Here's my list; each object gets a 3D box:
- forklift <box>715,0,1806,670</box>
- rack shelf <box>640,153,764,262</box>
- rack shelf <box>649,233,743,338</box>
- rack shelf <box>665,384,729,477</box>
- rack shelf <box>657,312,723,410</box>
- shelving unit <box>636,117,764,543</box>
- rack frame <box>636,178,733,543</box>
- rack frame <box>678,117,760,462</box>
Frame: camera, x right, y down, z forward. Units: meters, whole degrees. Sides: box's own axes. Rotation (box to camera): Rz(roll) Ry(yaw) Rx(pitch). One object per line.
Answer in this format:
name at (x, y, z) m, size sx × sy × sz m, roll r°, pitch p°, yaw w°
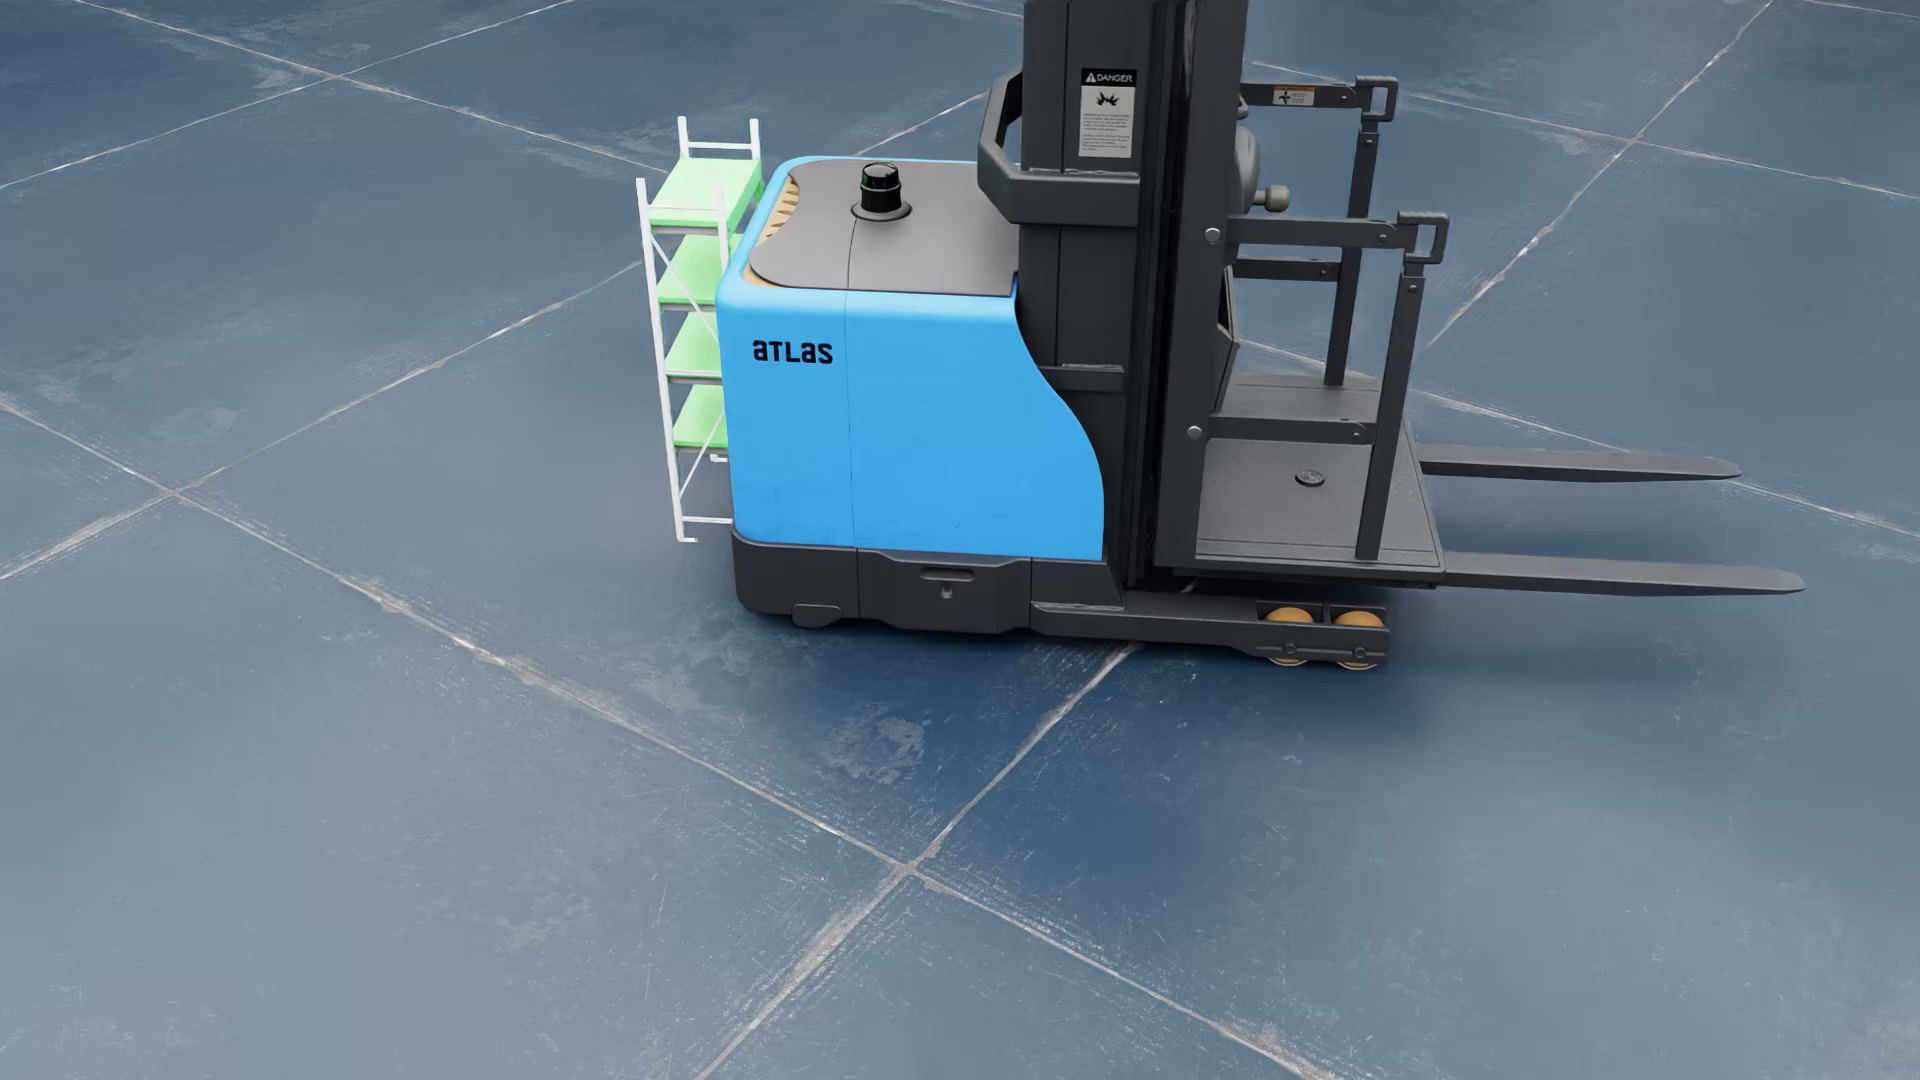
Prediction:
forklift at (0.892, -1.160, 4.348) m, size 3.031 × 2.935 × 1.130 m, roll 3°, pitch 34°, yaw 5°
rack shelf at (-0.747, -0.970, 4.871) m, size 0.258 × 0.148 × 0.480 m, roll 3°, pitch 34°, yaw 5°
rack shelf at (-0.747, -0.772, 5.006) m, size 0.258 × 0.148 × 0.480 m, roll 3°, pitch 34°, yaw 5°
rack shelf at (-0.747, -0.374, 5.274) m, size 0.258 × 0.148 × 0.480 m, roll 3°, pitch 34°, yaw 5°
rack shelf at (-0.747, -0.573, 5.140) m, size 0.258 × 0.148 × 0.480 m, roll 3°, pitch 34°, yaw 5°
shelving unit at (-0.747, -0.626, 5.104) m, size 0.258 × 1.200 × 0.503 m, roll 3°, pitch 34°, yaw 5°
rack frame at (-0.770, -0.490, 4.903) m, size 0.240 × 1.200 × 0.015 m, roll 3°, pitch 34°, yaw 5°
rack frame at (-0.724, -0.762, 5.305) m, size 0.240 × 1.200 × 0.015 m, roll 3°, pitch 34°, yaw 5°
